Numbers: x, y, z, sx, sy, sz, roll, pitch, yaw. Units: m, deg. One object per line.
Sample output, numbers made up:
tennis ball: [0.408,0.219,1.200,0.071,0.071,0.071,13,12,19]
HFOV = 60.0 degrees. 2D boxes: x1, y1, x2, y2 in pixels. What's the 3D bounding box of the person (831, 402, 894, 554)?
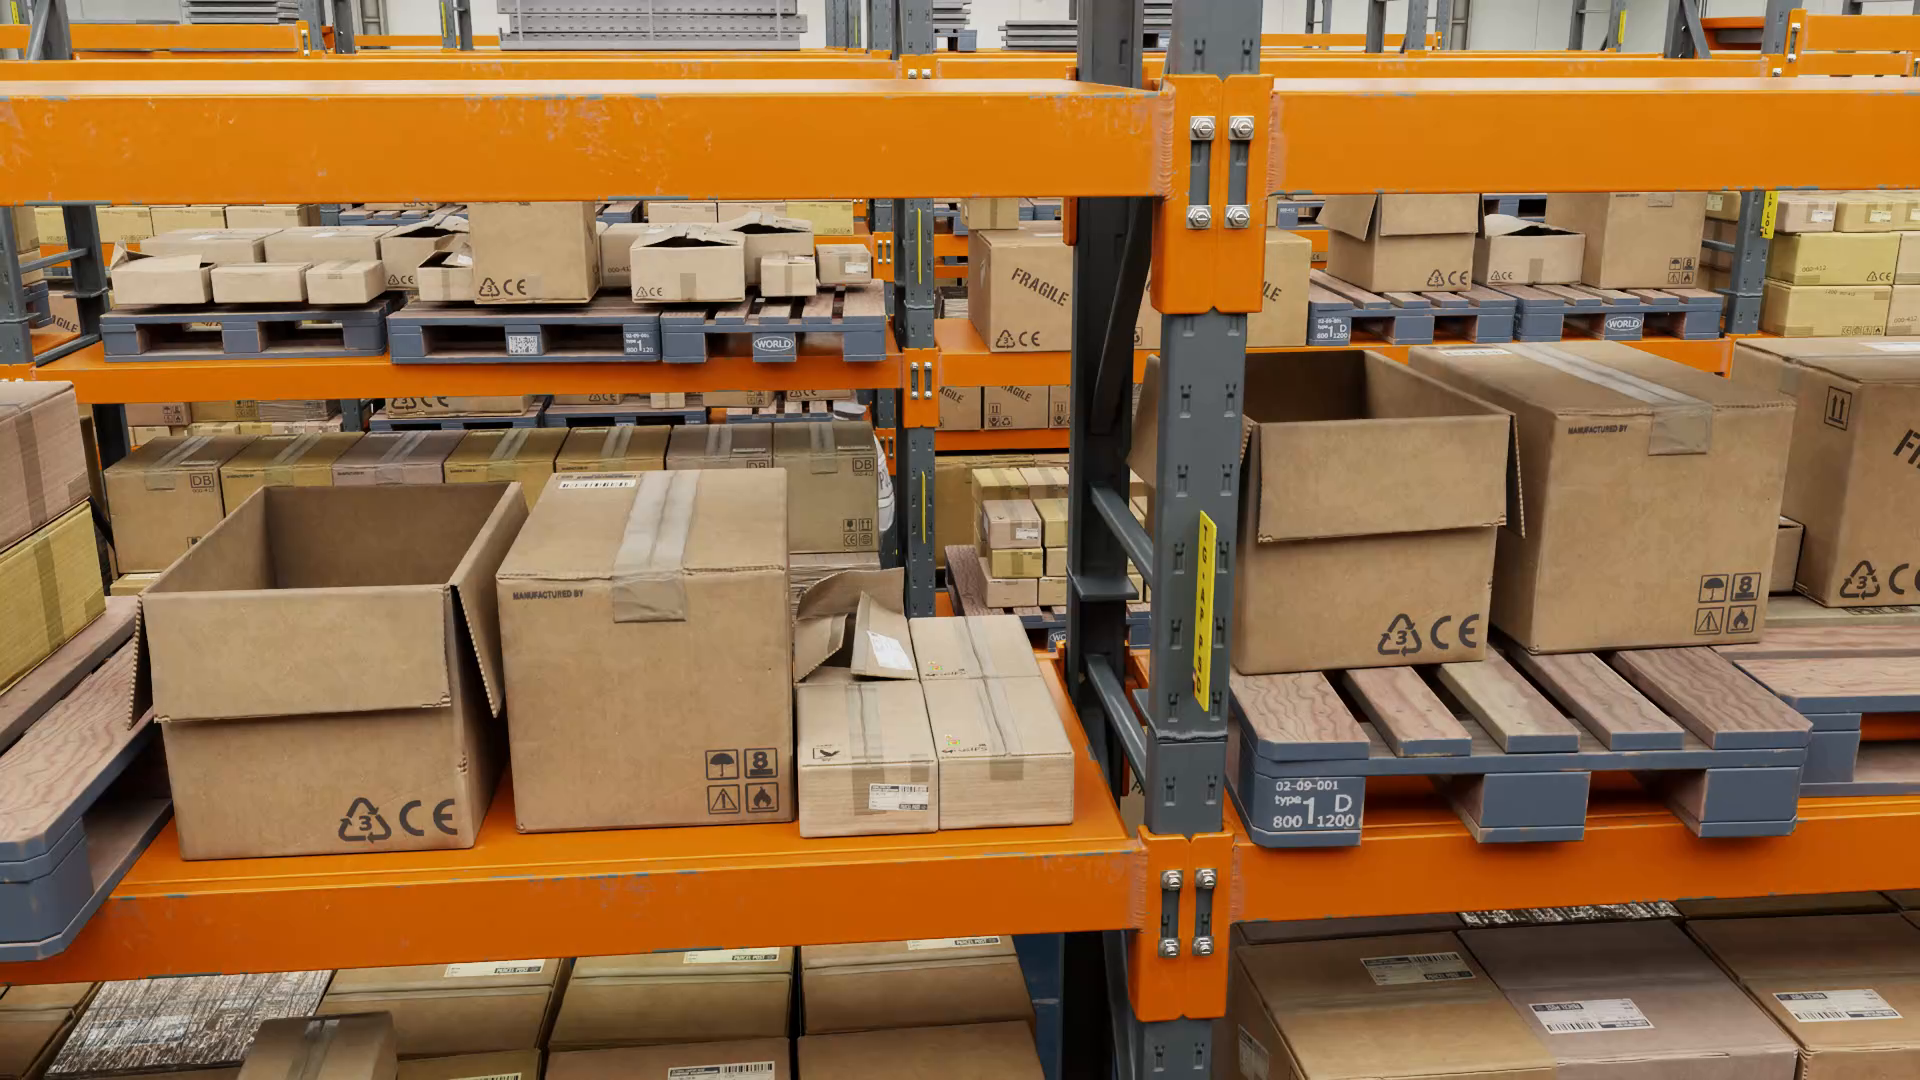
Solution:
person: [-0.699,-0.130,11.956,0.430,1.751,0.606,3,17,9]
